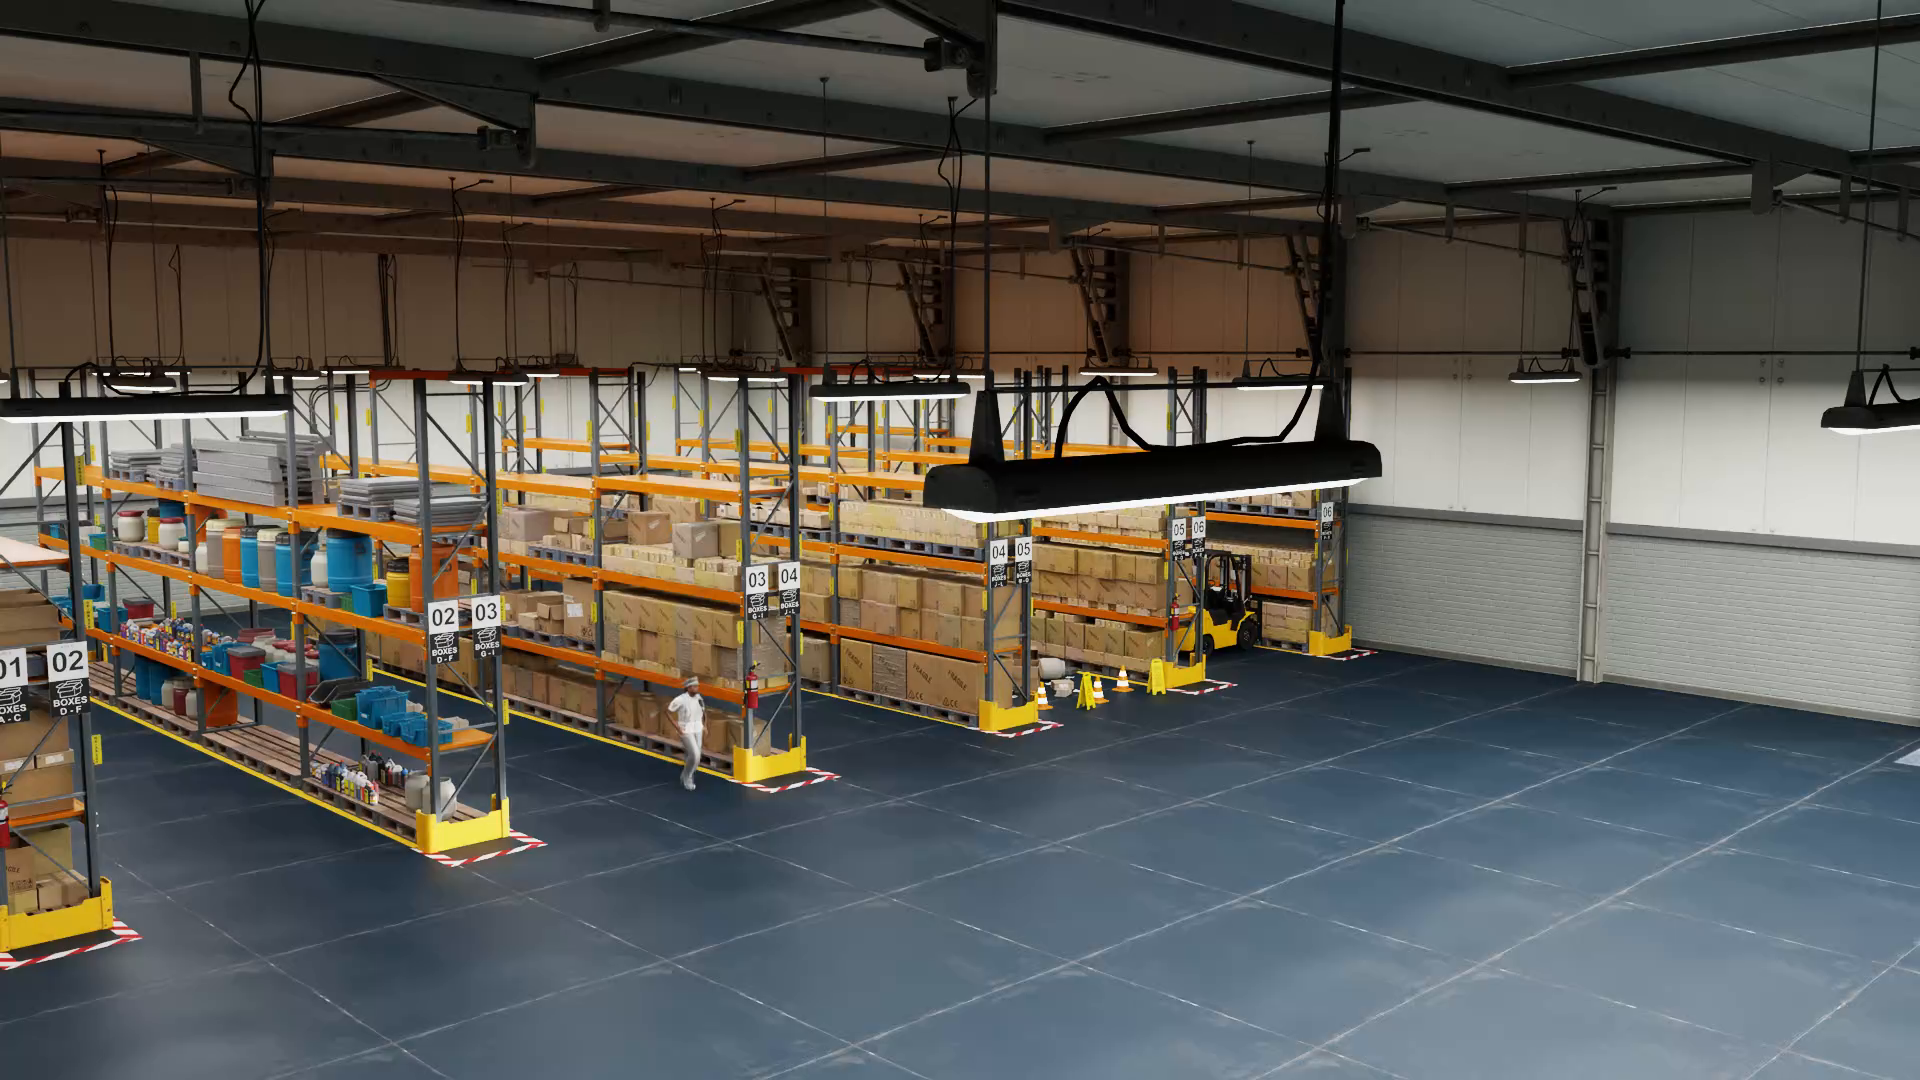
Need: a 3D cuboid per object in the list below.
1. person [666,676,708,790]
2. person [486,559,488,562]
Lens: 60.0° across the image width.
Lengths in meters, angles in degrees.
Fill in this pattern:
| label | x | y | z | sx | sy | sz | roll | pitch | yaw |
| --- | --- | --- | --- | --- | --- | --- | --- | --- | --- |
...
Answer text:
| label | x | y | z | sx | sy | sz | roll | pitch | yaw |
| --- | --- | --- | --- | --- | --- | --- | --- | --- | --- |
| person | -3.882 | 2.794 | 24.052 | 0.590 | 1.655 | 0.595 | 6 | 9 | 43 |
| person | -10.480 | 1.262 | 37.184 | 0.744 | 1.771 | 0.956 | -5 | 8 | -37 |
